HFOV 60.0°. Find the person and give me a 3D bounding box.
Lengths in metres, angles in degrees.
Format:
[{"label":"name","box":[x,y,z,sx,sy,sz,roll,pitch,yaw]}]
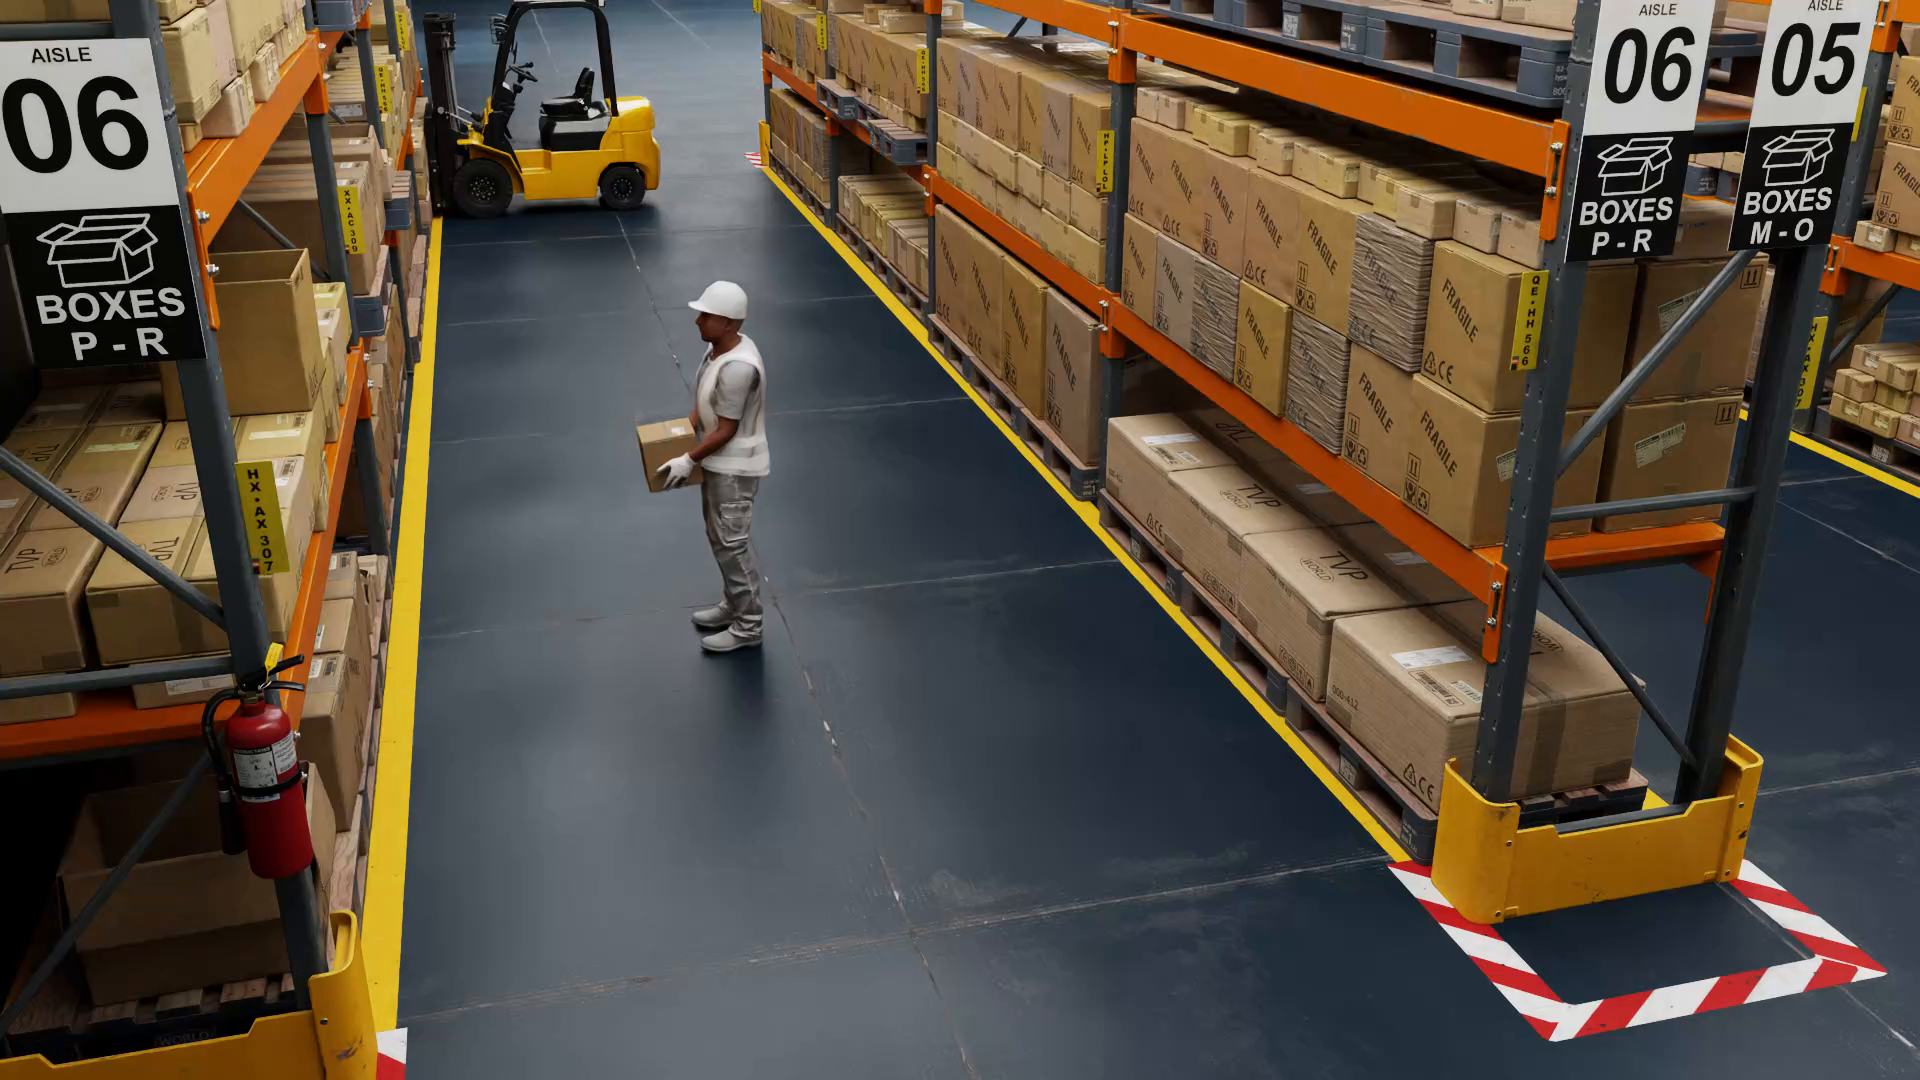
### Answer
[{"label":"person","box":[-1.177,-0.341,7.877,0.541,1.789,0.532,-6,24,-15]}]
